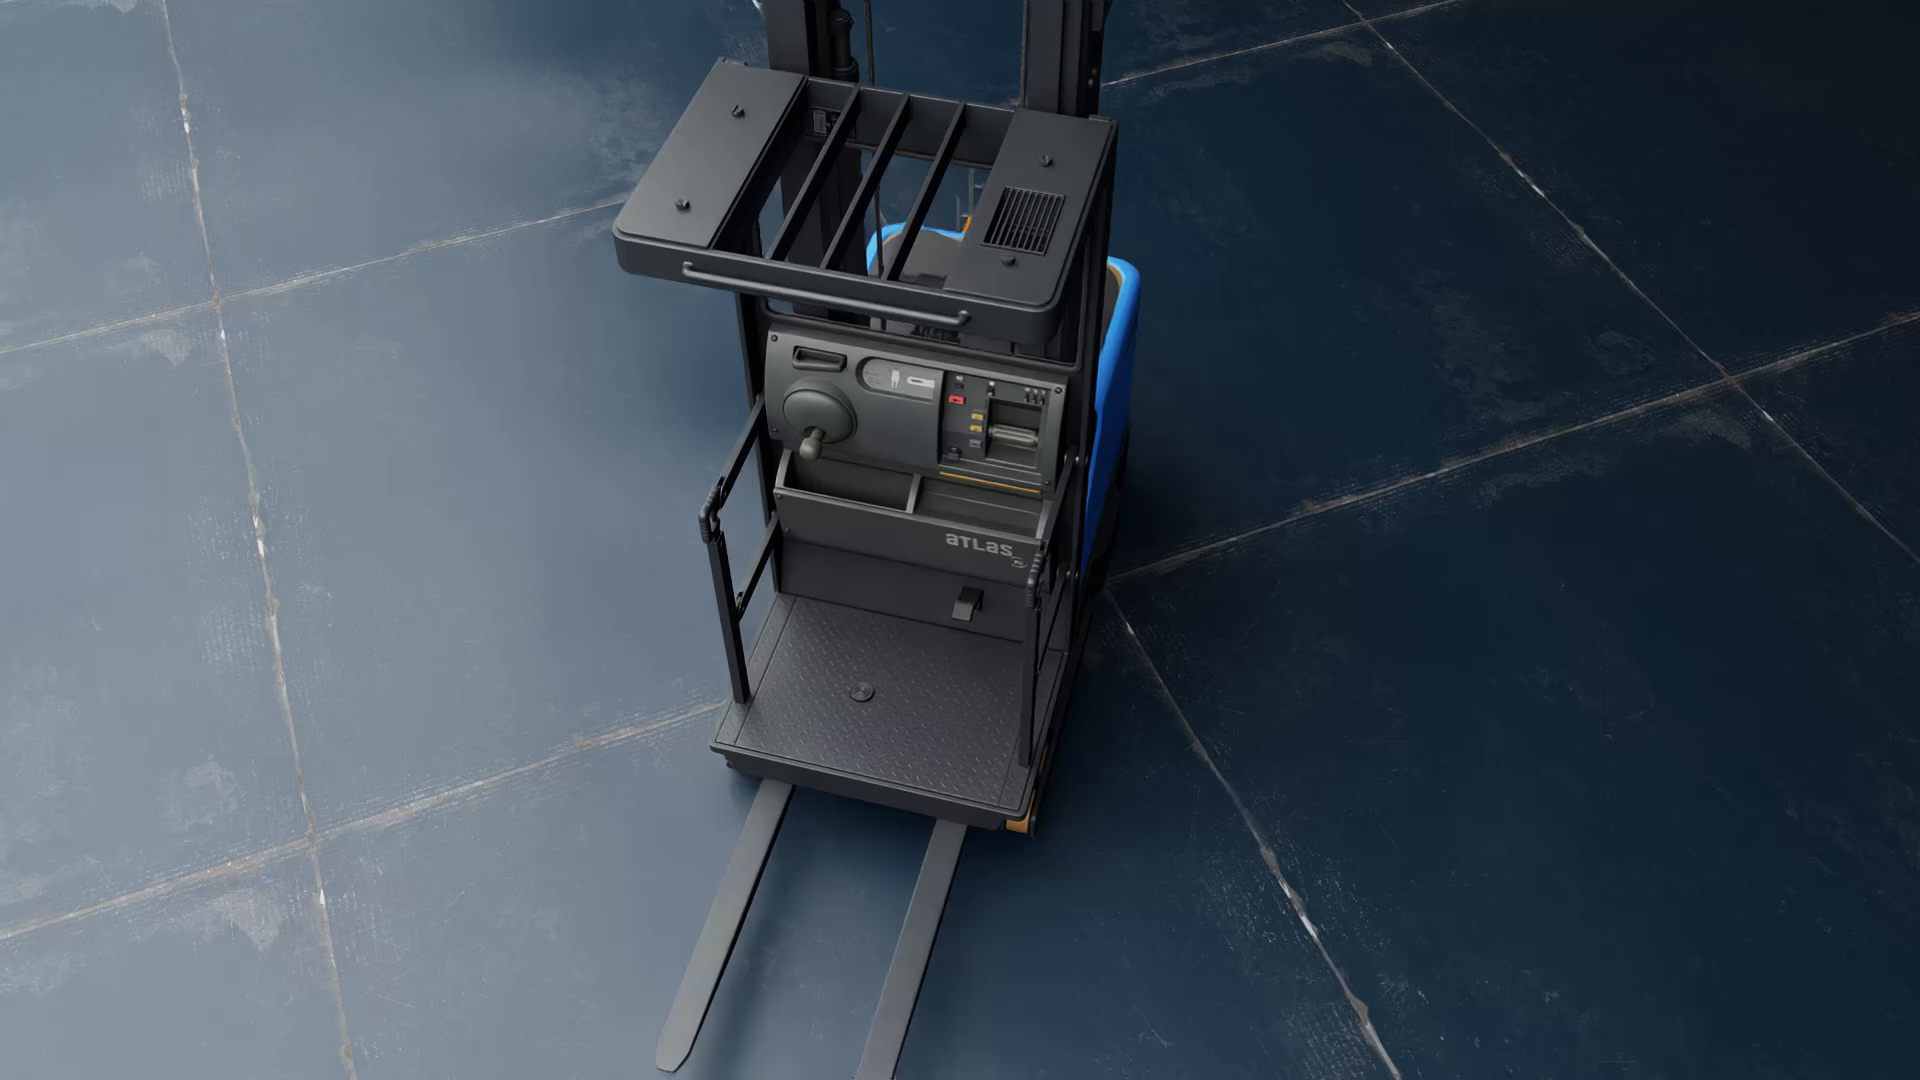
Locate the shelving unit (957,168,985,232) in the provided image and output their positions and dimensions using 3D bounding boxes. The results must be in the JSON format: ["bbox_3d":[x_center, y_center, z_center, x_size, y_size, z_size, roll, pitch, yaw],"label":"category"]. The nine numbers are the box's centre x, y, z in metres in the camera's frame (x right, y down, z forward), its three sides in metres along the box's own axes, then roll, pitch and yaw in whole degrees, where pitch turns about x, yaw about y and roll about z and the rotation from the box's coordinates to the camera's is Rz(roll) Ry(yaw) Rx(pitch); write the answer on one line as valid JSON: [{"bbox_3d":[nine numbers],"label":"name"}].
[{"bbox_3d":[0.129,-0.922,6.591,0.258,1.200,0.189,11,50,10],"label":"shelving unit"}]

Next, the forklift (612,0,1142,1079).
[{"bbox_3d":[-0.196,-0.284,4.902,1.130,2.935,3.031,11,50,10],"label":"forklift"}]

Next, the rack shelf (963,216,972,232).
[{"bbox_3d":[0.129,-1.127,6.351,0.258,0.103,0.180,11,50,10],"label":"rack shelf"}]

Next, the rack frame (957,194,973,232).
[{"bbox_3d":[0.106,-0.854,6.533,0.240,1.200,0.006,11,50,10],"label":"rack frame"}]

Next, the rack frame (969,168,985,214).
[{"bbox_3d":[0.153,-0.989,6.648,0.240,1.200,0.006,11,50,10],"label":"rack frame"}]
